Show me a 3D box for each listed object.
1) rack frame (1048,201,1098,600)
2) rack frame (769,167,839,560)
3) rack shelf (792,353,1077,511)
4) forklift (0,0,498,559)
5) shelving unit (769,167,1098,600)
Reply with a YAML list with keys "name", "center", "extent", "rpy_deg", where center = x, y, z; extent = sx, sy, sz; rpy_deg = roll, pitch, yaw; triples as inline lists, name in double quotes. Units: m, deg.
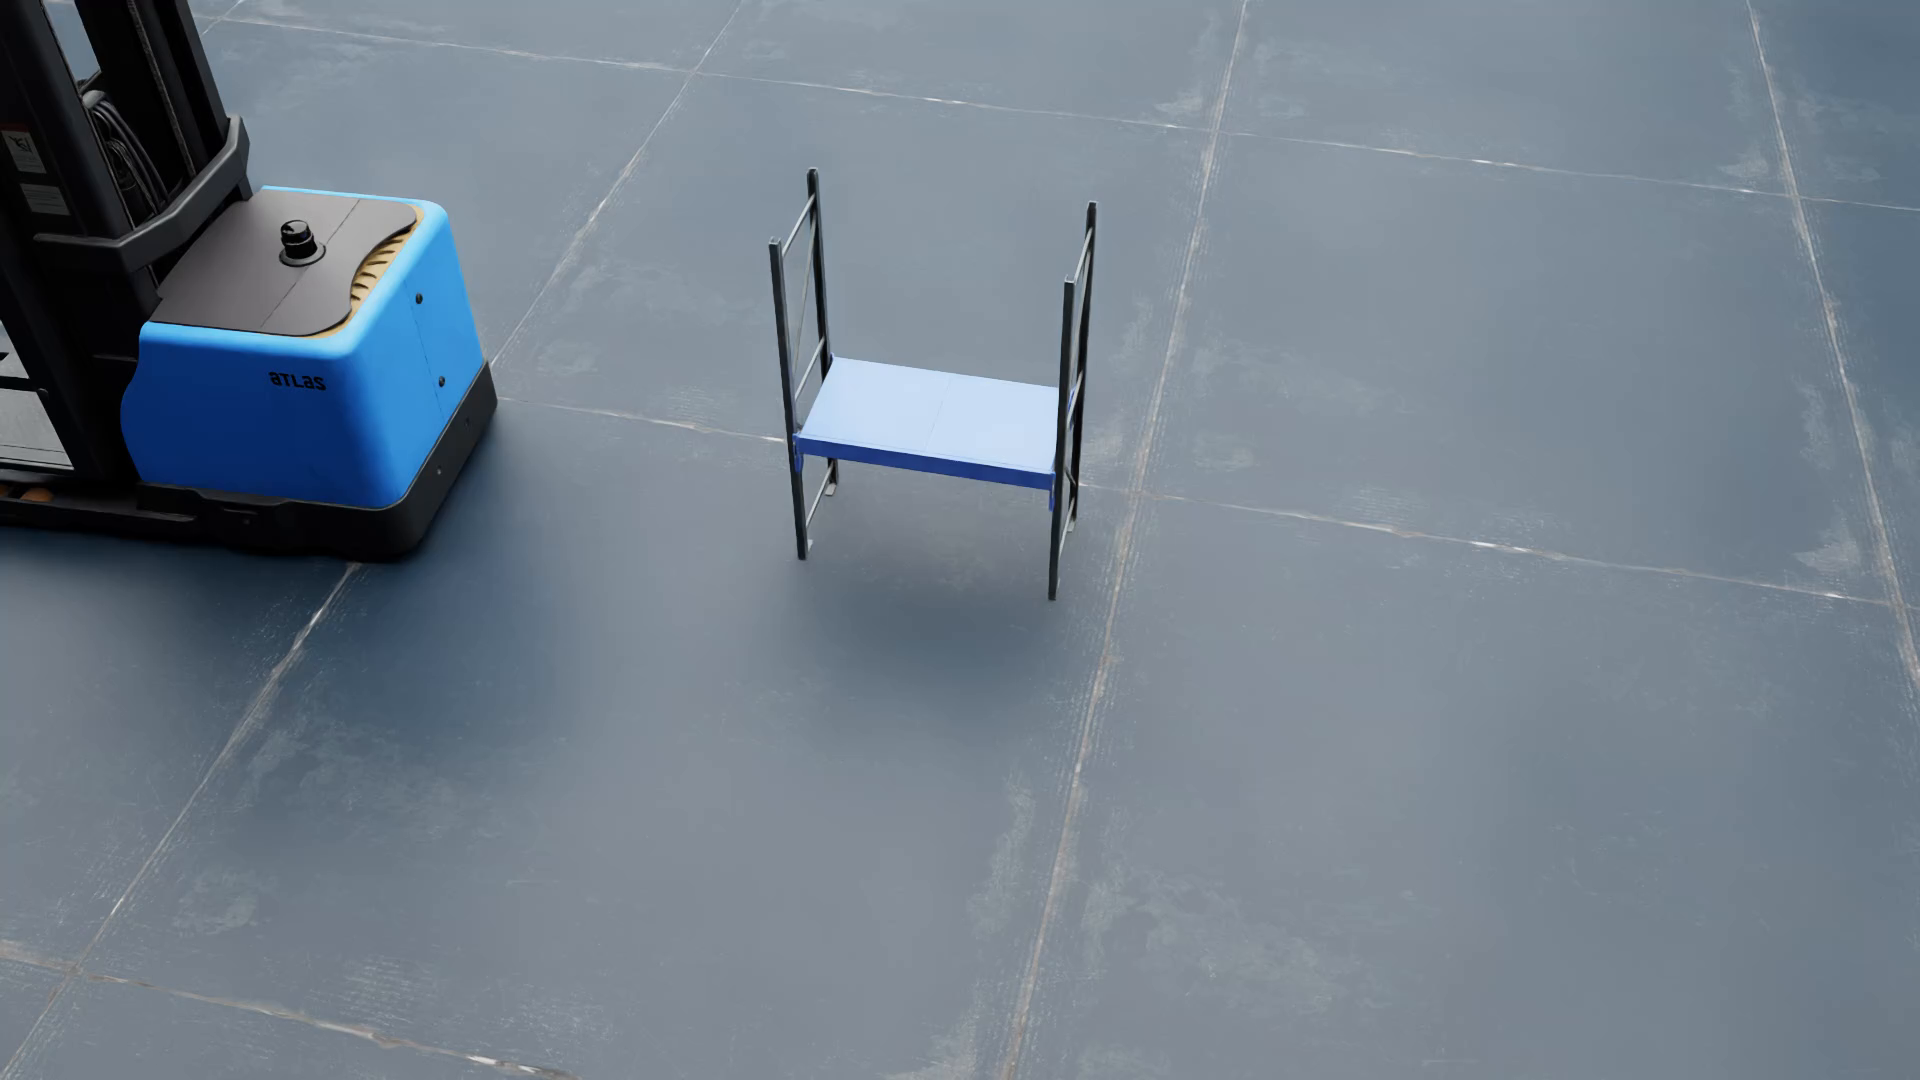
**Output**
- name: "rack frame"
  center: [0.413, -0.476, 6.163]
  extent: [0.032, 1.500, 0.500]
  rpy_deg: [9, 45, 9]
- name: "rack frame"
  center: [-0.579, -0.630, 6.323]
  extent: [0.032, 1.500, 0.500]
  rpy_deg: [9, 45, 9]
- name: "rack shelf"
  center: [-0.083, -0.424, 6.368]
  extent: [1.000, 0.185, 0.538]
  rpy_deg: [9, 45, 9]
- name: "forklift"
  center: [-3.583, -1.464, 6.157]
  extent: [3.031, 2.935, 1.130]
  rpy_deg: [6, 44, 7]
- name: "shelving unit"
  center: [-0.083, -0.553, 6.243]
  extent: [1.048, 1.500, 0.538]
  rpy_deg: [9, 45, 9]
